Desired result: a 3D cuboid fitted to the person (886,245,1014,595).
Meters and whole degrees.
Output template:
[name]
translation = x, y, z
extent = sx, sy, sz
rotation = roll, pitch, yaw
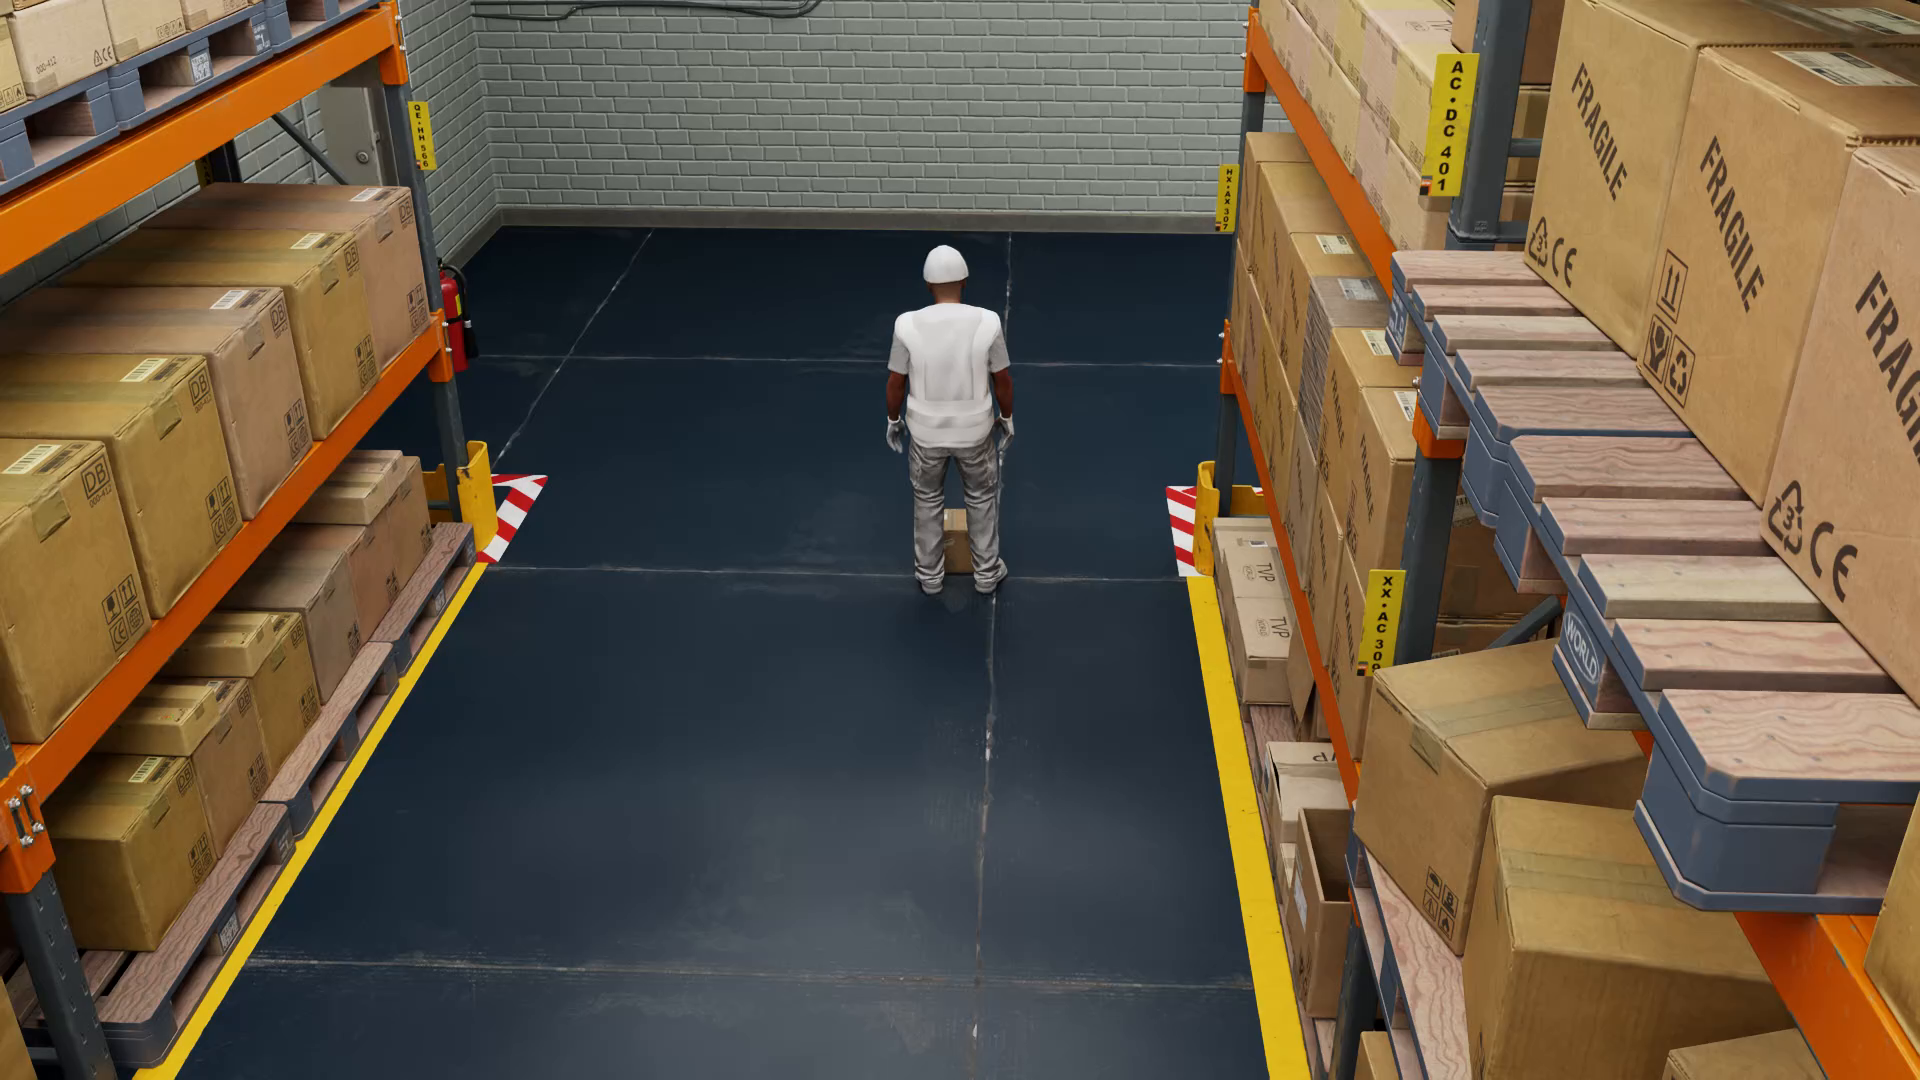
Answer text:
[person]
translation = -0.047, -0.564, 8.182
extent = 0.633, 1.775, 0.447
rotation = 0, 28, 0
